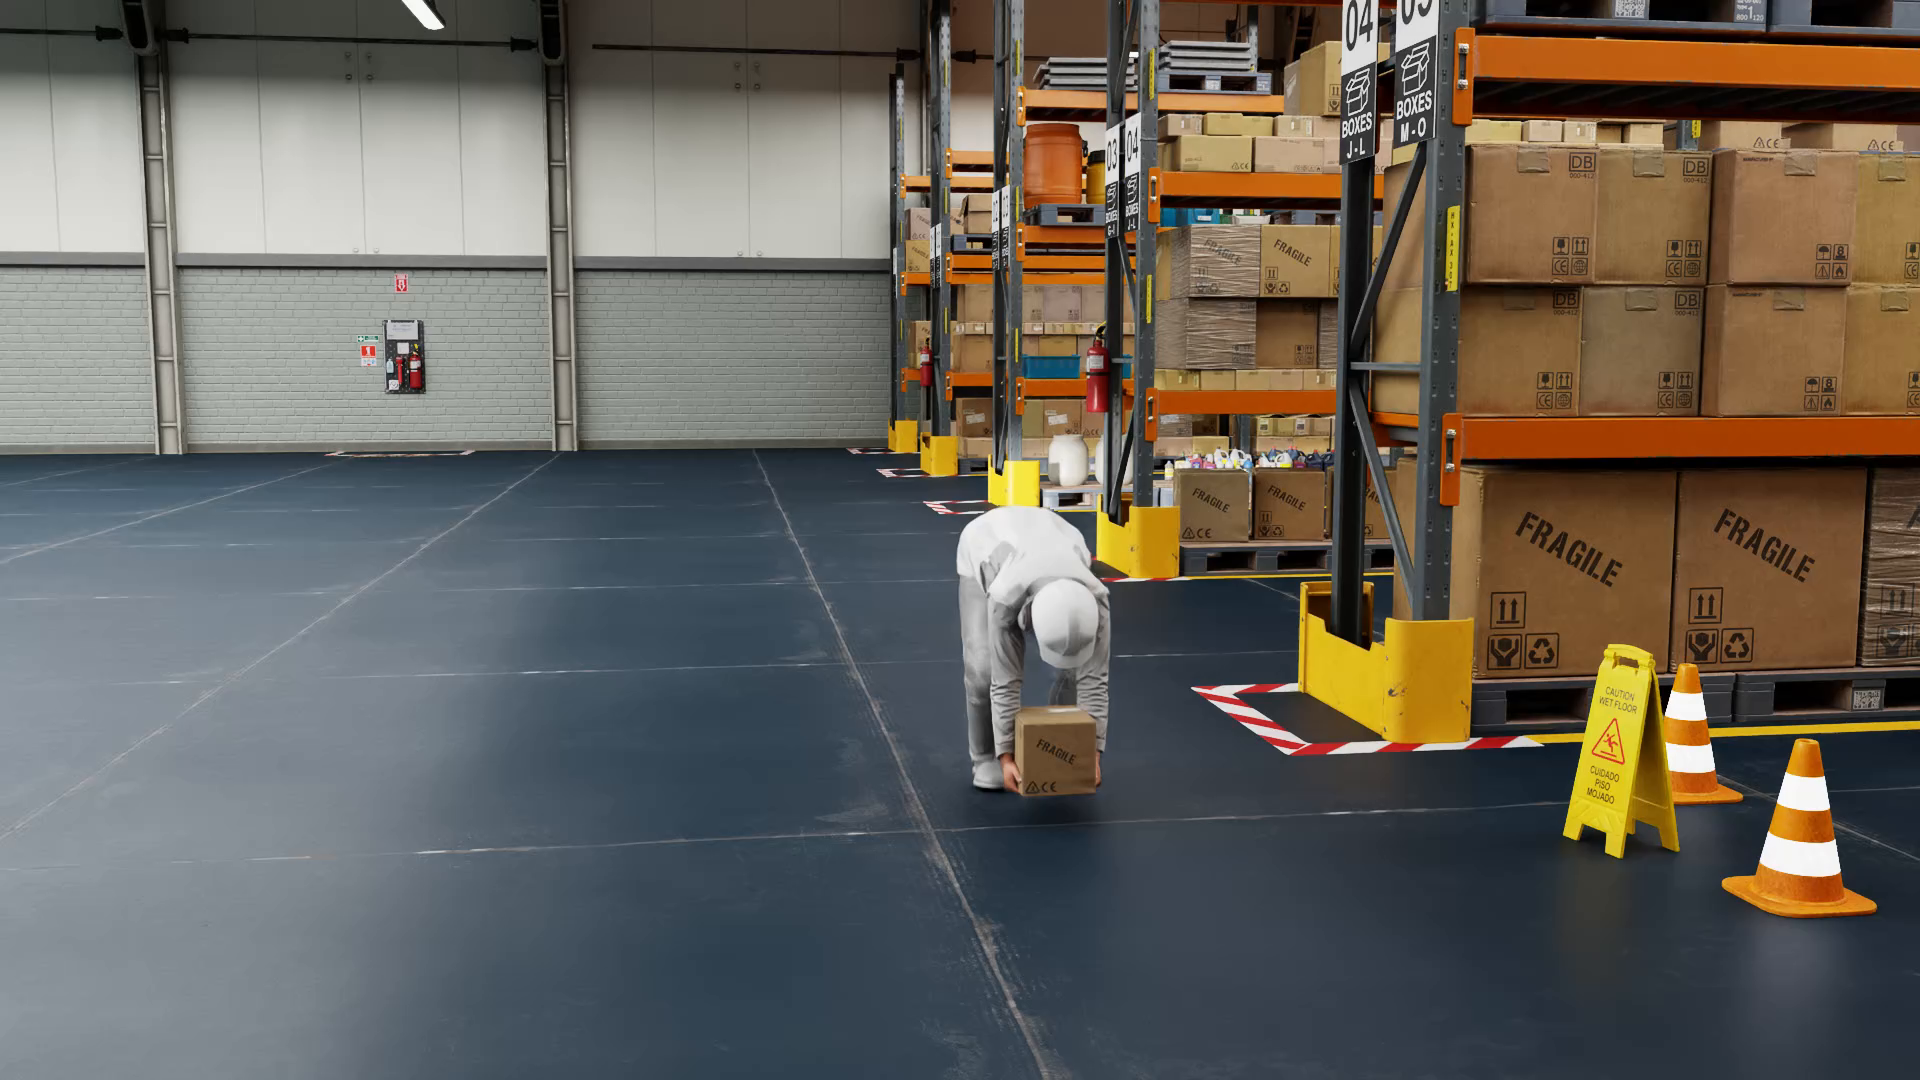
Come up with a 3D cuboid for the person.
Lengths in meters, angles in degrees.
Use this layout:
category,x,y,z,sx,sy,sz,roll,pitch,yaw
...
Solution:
category,x,y,z,sx,sy,sz,roll,pitch,yaw
person,0.280,0.407,5.862,0.503,1.015,1.001,-1,7,-12
